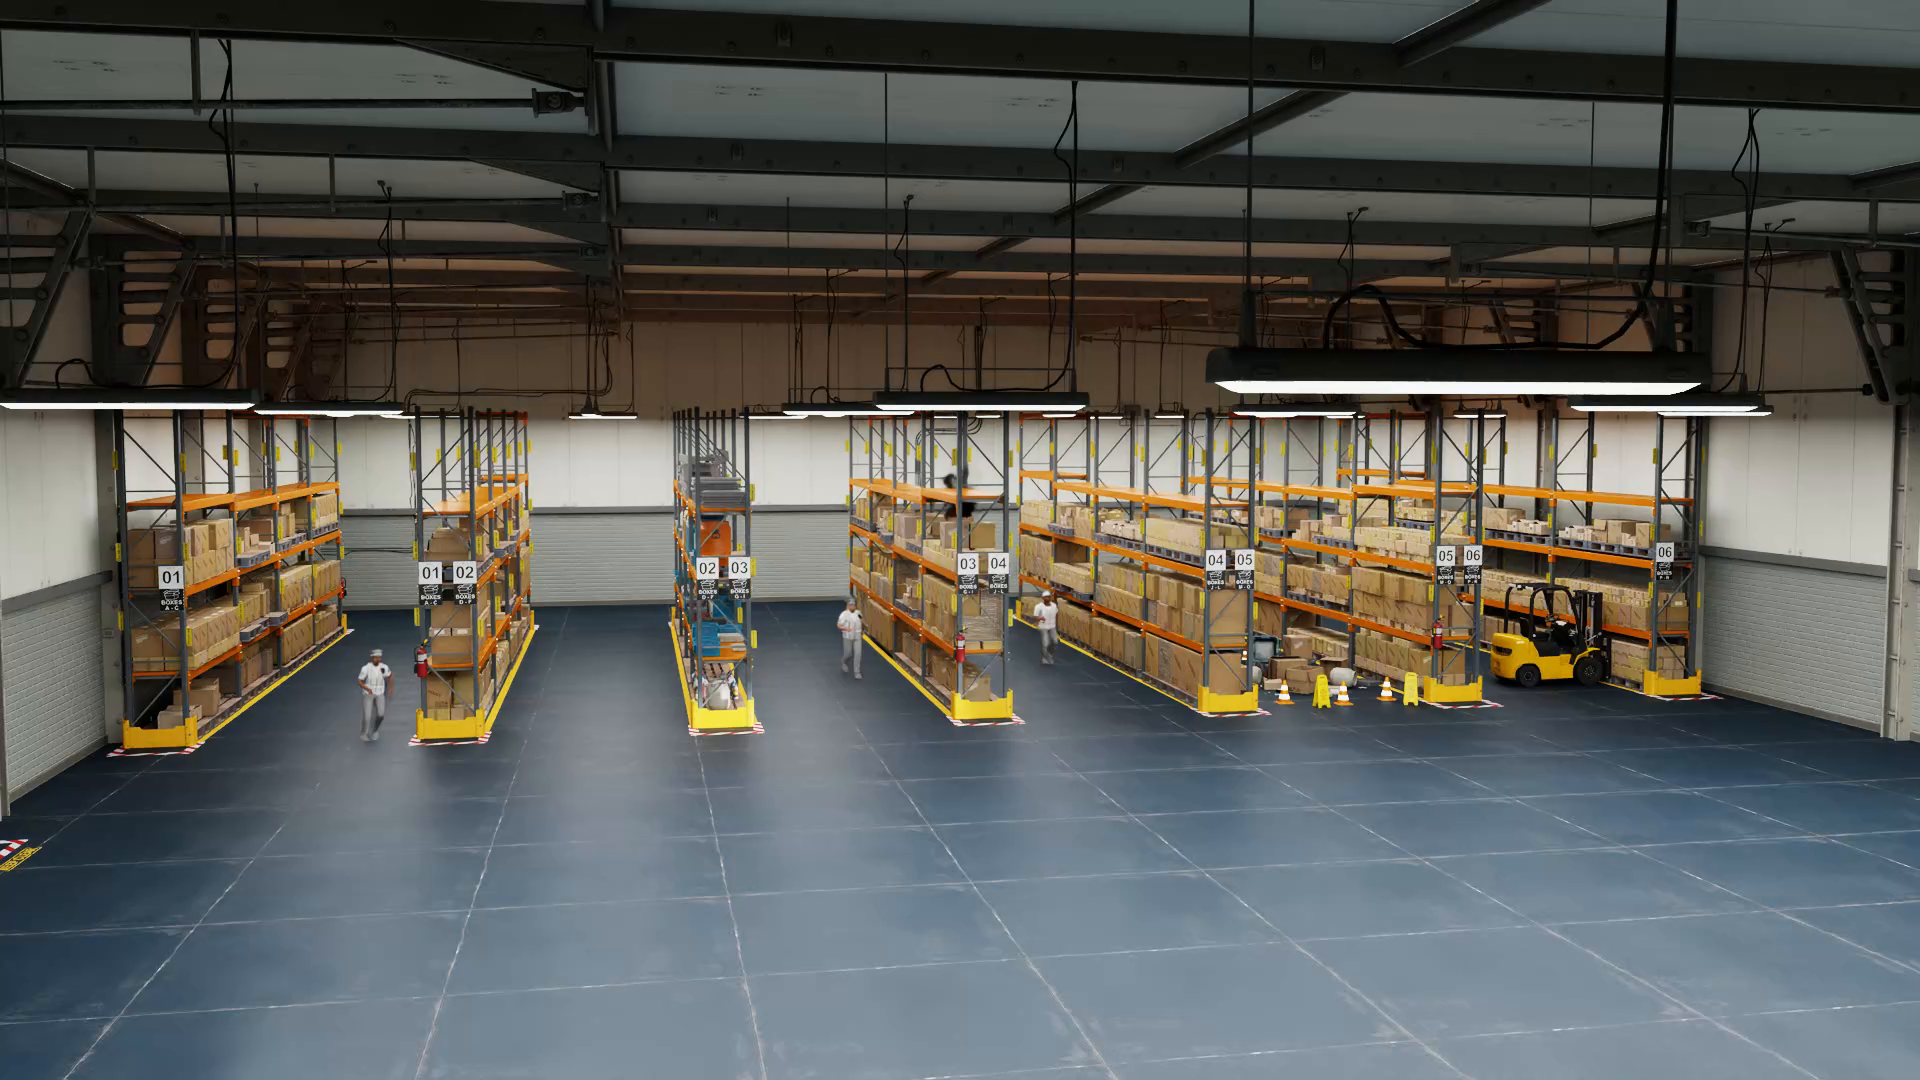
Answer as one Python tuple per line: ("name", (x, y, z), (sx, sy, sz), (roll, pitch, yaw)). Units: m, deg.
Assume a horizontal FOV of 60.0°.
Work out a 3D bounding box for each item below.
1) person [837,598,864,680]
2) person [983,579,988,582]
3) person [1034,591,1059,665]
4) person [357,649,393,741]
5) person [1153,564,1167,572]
("person", (-2.419, 2.186, 37.232), (0.664, 1.779, 0.954), (-2, 4, -21))
("person", (0.461, 1.470, 48.924), (0.783, 1.553, 0.526), (2, 5, 27))
("person", (2.075, 2.076, 39.015), (0.680, 1.750, 0.624), (-1, 4, -17))
("person", (-10.466, 2.776, 29.814), (0.638, 1.662, 0.589), (-2, 5, -31))
("person", (6.047, 1.246, 50.853), (0.621, 1.722, 0.692), (0, 4, -4))
